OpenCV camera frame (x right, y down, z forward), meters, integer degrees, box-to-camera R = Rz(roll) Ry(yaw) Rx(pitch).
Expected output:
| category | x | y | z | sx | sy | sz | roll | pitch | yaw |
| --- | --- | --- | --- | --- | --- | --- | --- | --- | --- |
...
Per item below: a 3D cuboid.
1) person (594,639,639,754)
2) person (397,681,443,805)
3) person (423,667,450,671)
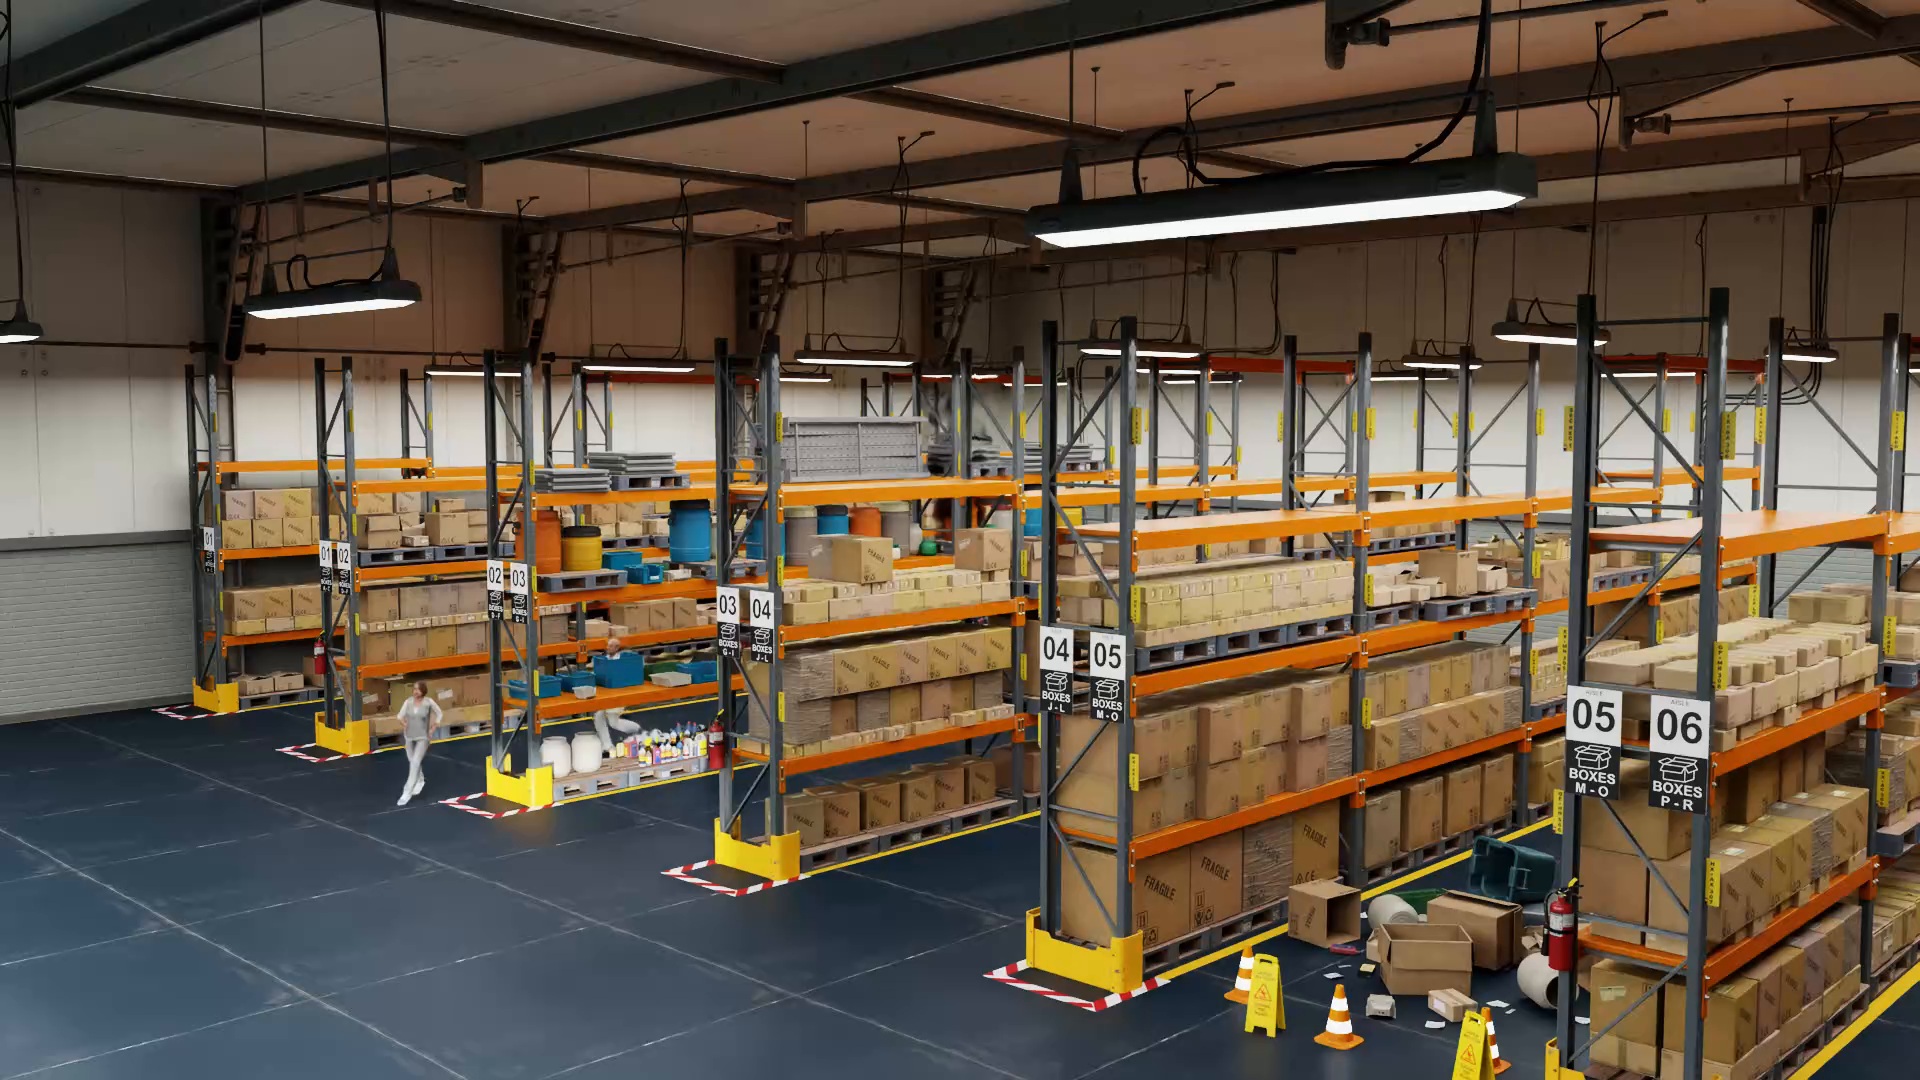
| category | x | y | z | sx | sy | sz | roll | pitch | yaw |
| --- | --- | --- | --- | --- | --- | --- | --- | --- | --- |
| person | -5.270 | 2.362 | 25.260 | 0.715 | 1.735 | 0.826 | 3 | 5 | 36 |
| person | -7.199 | 2.666 | 22.092 | 0.548 | 1.569 | 0.793 | 1 | 4 | 7 |
| person | -8.983 | 2.107 | 28.500 | 0.680 | 1.777 | 0.745 | 3 | 6 | 38 |
